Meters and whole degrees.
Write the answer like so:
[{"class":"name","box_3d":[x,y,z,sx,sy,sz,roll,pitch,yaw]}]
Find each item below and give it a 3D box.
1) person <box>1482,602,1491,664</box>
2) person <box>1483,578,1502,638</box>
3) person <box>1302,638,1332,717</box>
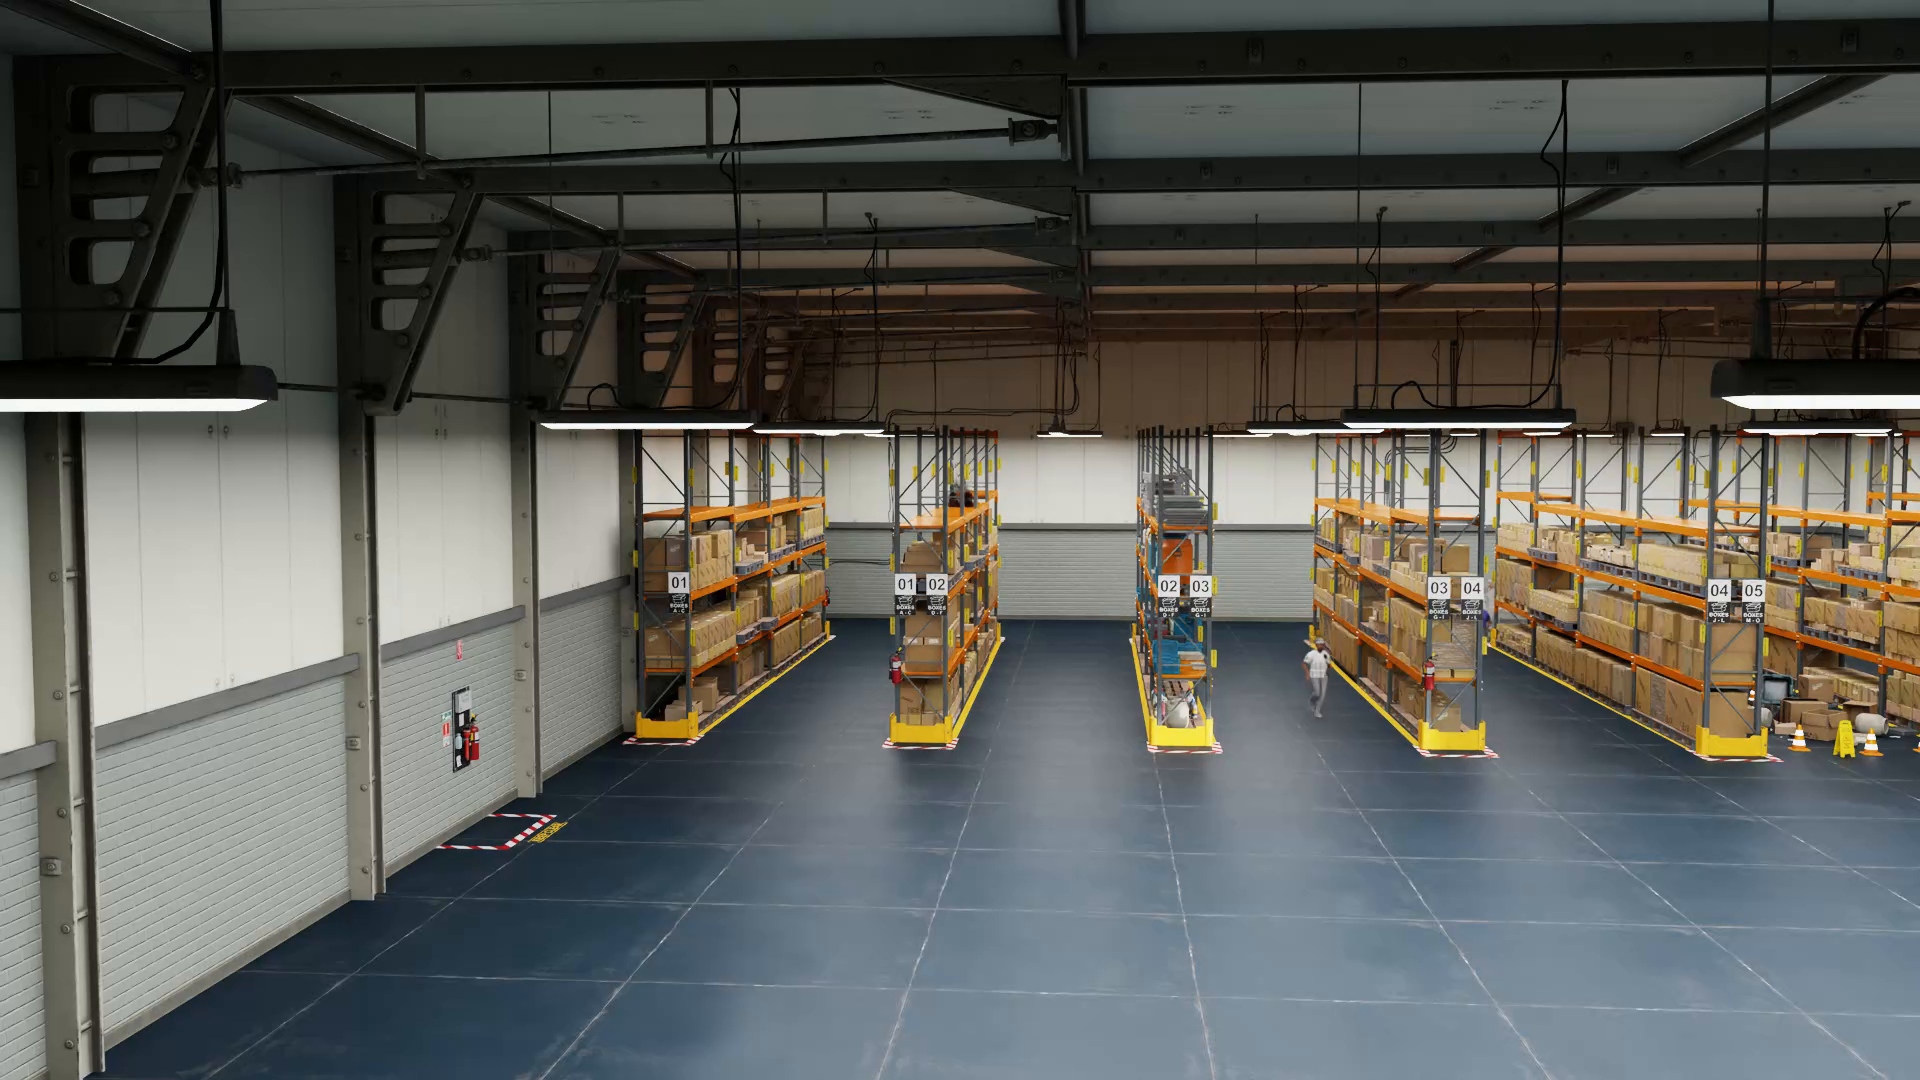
[{"class":"person","box_3d":[13.336,2.365,42.603,0.575,1.611,0.559,0,3,1]},{"class":"person","box_3d":[15.224,2.003,47.444,0.749,1.847,0.712,0,3,0]},{"class":"person","box_3d":[7.399,2.833,34.232,0.574,1.653,0.555,0,3,-6]}]
